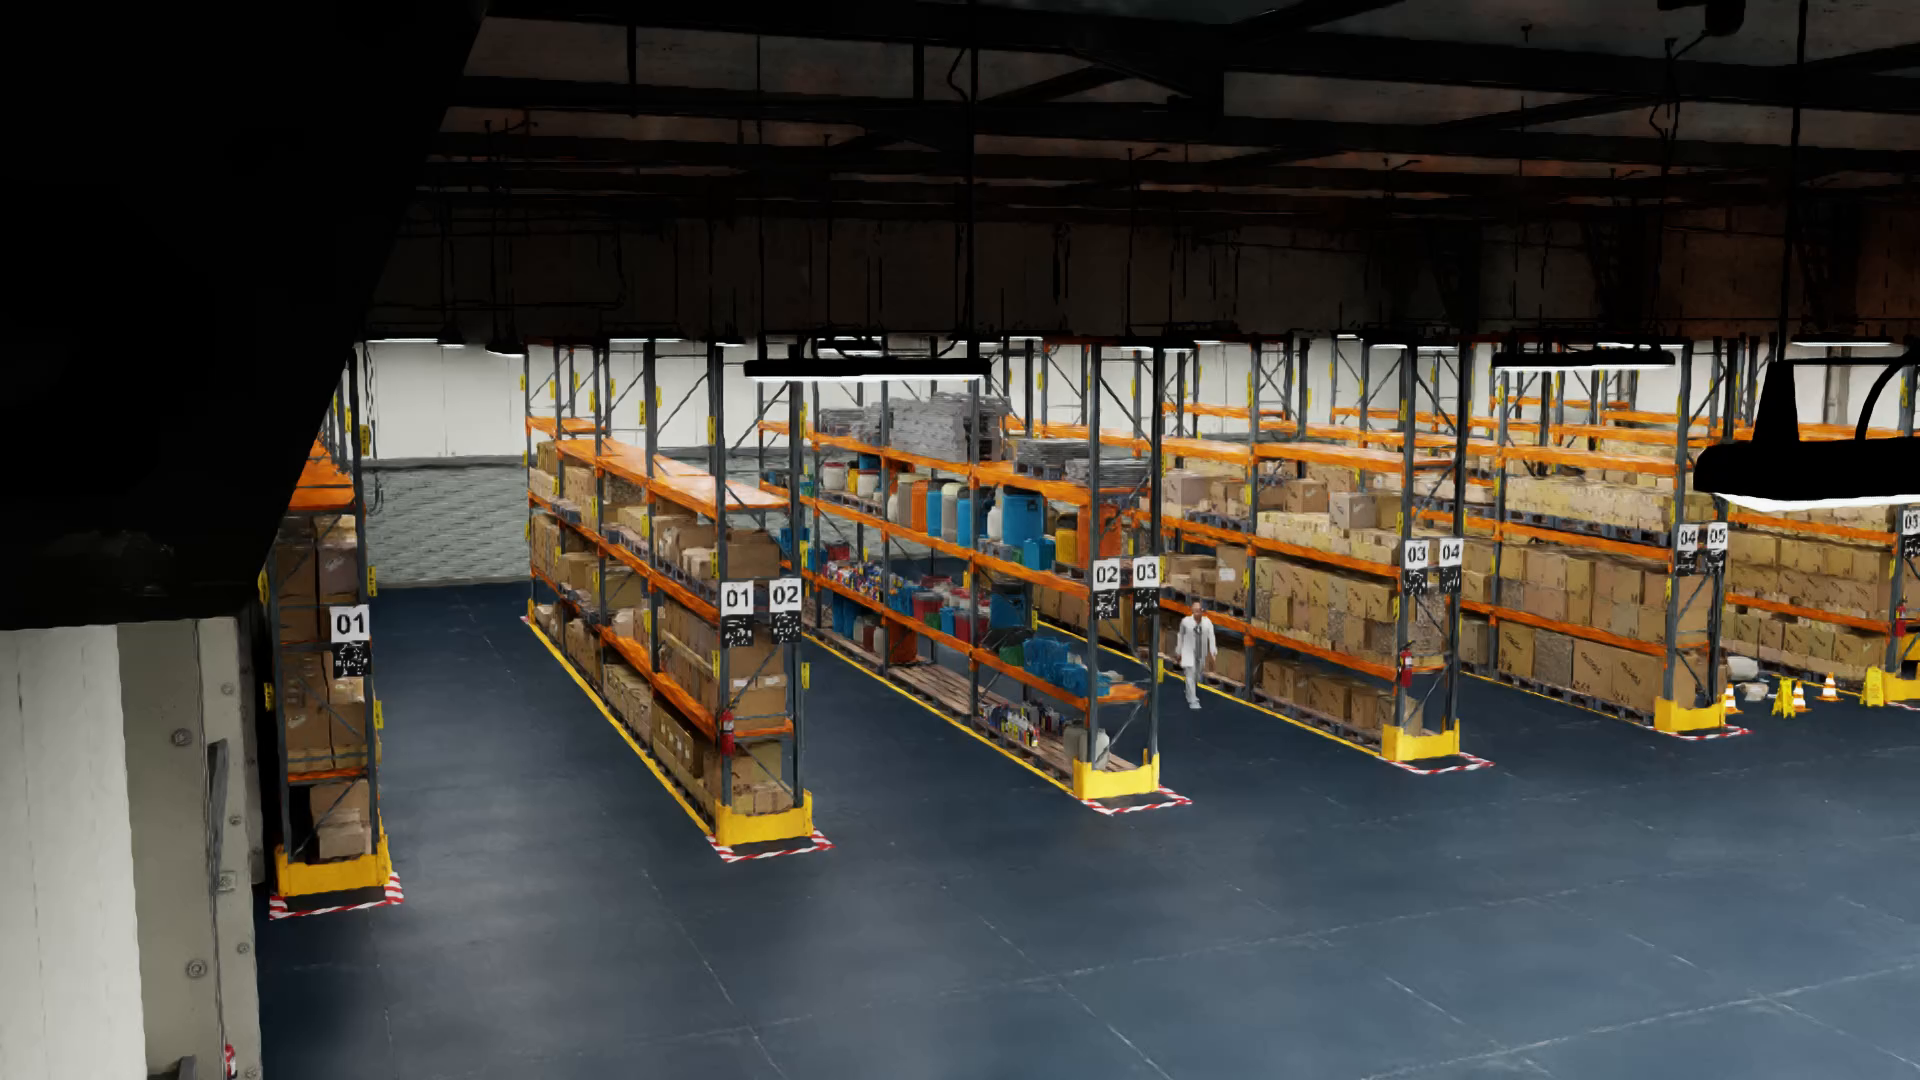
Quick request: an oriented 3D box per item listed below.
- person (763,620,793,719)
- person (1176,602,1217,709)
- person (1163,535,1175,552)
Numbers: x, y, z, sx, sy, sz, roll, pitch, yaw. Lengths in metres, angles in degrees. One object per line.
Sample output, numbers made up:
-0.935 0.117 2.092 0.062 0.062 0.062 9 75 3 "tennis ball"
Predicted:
-3.063 2.034 26.326 0.639 1.610 0.797 -6 10 -38 "person"
3.866 1.854 27.160 0.599 1.714 1.094 -2 8 -14 "person"
5.579 -0.425 44.329 0.600 1.745 0.515 2 8 14 "person"
